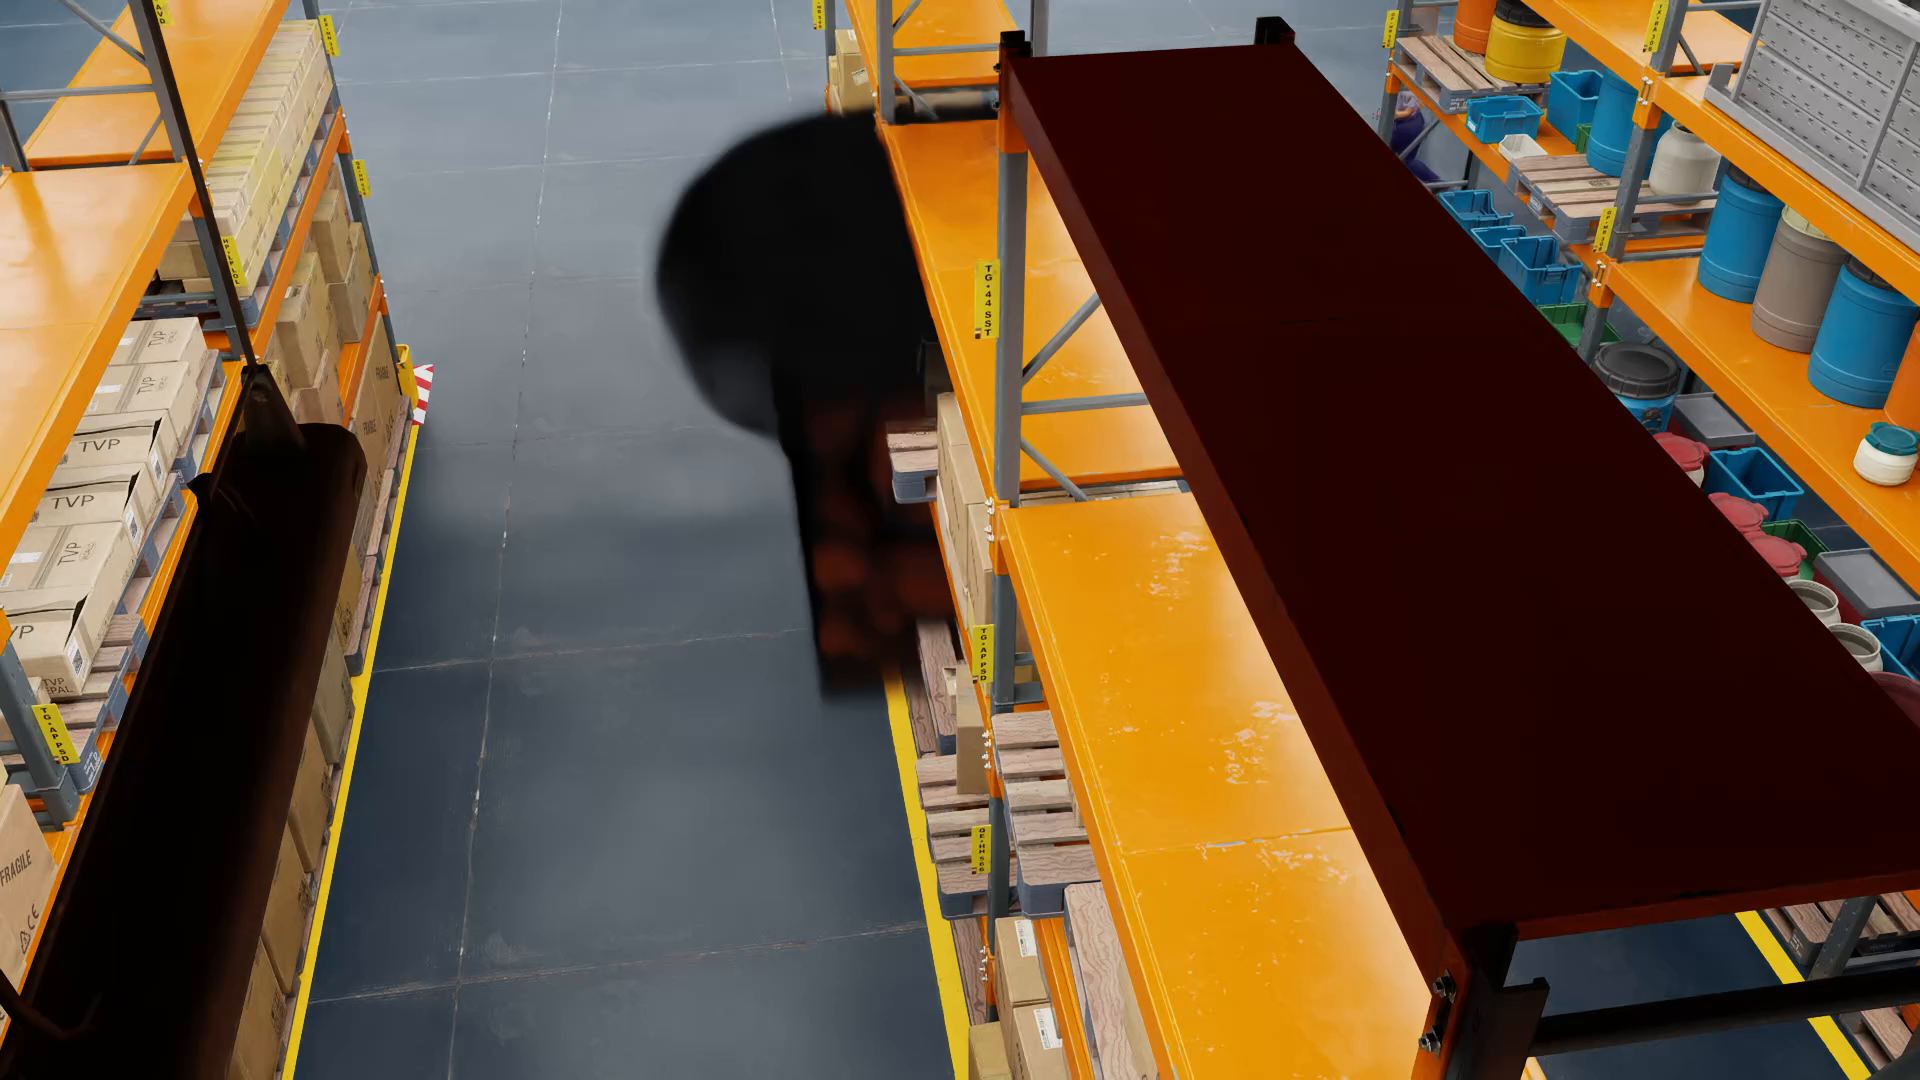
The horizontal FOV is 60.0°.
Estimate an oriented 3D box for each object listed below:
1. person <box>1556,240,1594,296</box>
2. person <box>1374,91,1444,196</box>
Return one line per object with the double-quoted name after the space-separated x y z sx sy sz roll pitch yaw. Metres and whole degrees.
5.945 -3.061 15.818 0.570 1.600 0.558 19 40 23 "person"
4.946 -4.487 18.205 0.886 1.661 0.581 11 38 15 "person"
